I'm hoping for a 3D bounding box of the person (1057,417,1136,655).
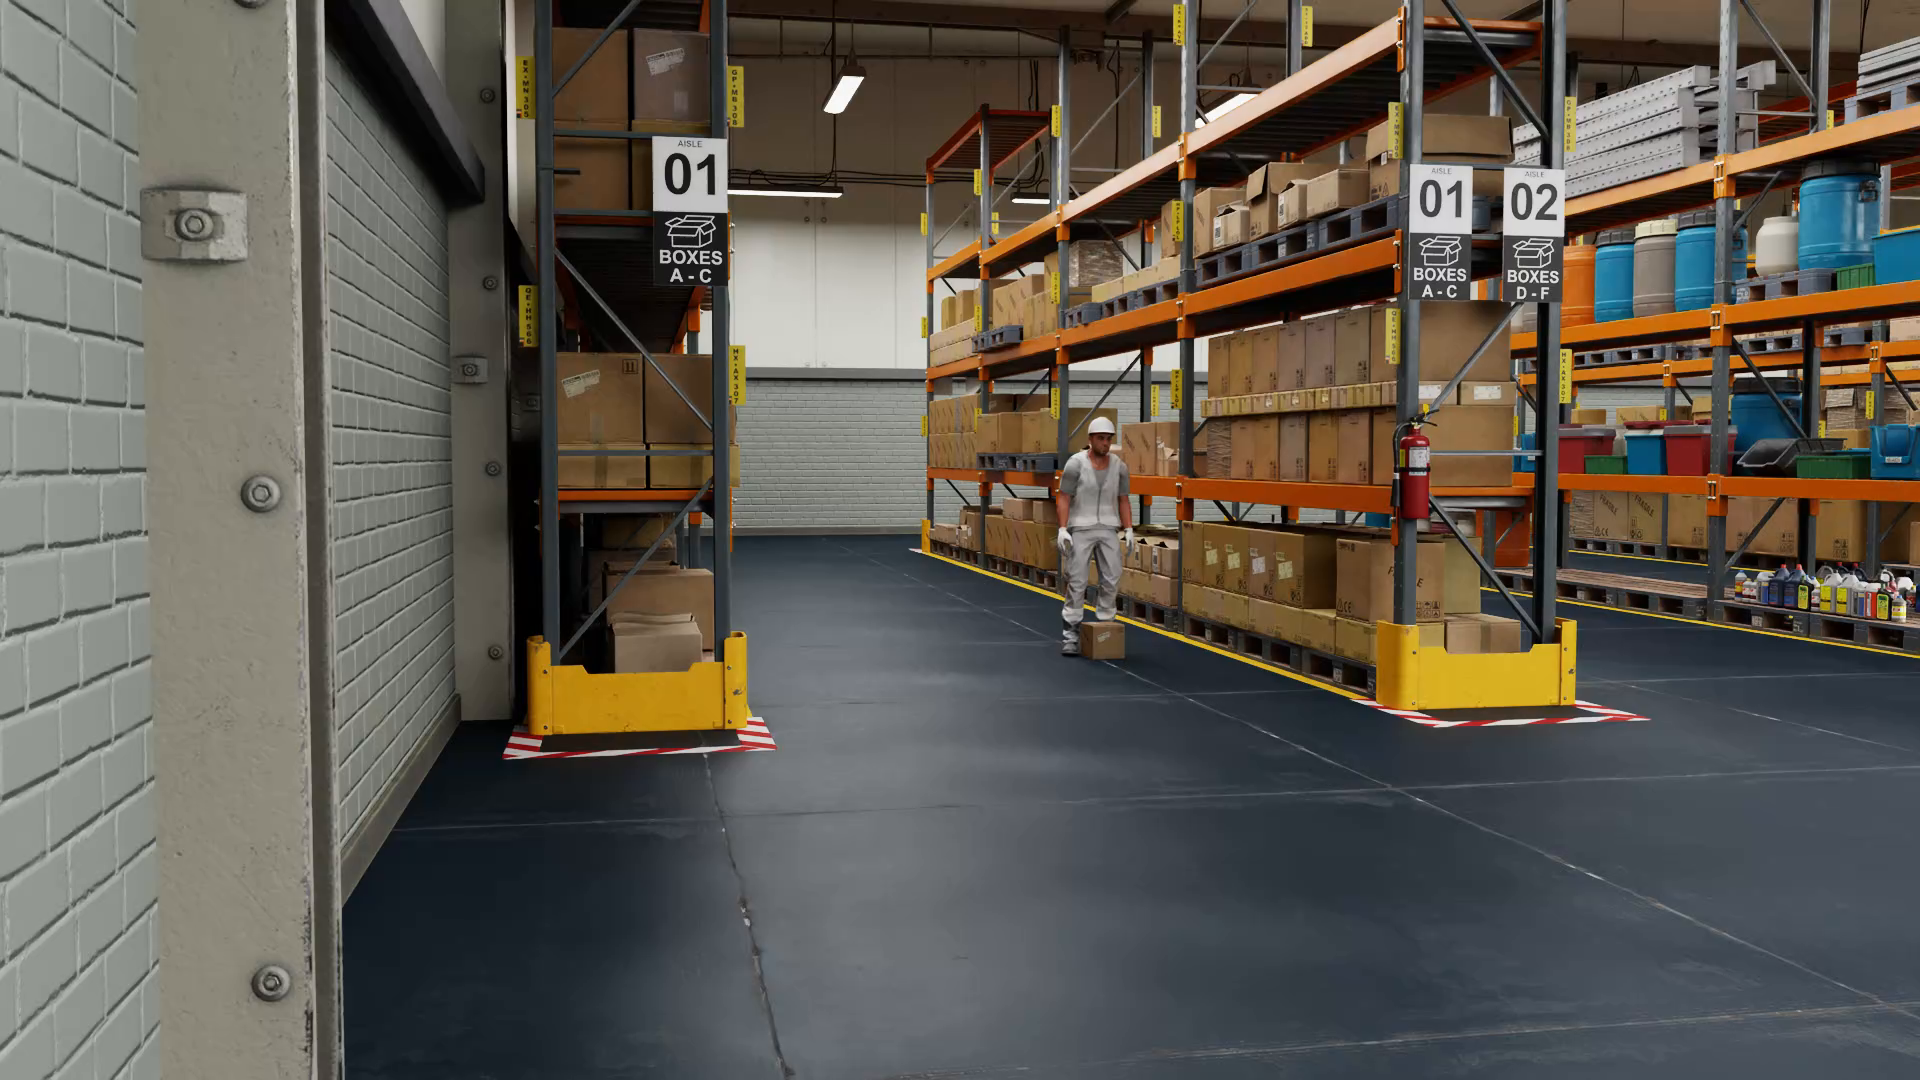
[{"bbox_3d":[1.020,-0.032,12.494,0.623,1.780,0.446,-1,3,-14],"label":"person"}]
